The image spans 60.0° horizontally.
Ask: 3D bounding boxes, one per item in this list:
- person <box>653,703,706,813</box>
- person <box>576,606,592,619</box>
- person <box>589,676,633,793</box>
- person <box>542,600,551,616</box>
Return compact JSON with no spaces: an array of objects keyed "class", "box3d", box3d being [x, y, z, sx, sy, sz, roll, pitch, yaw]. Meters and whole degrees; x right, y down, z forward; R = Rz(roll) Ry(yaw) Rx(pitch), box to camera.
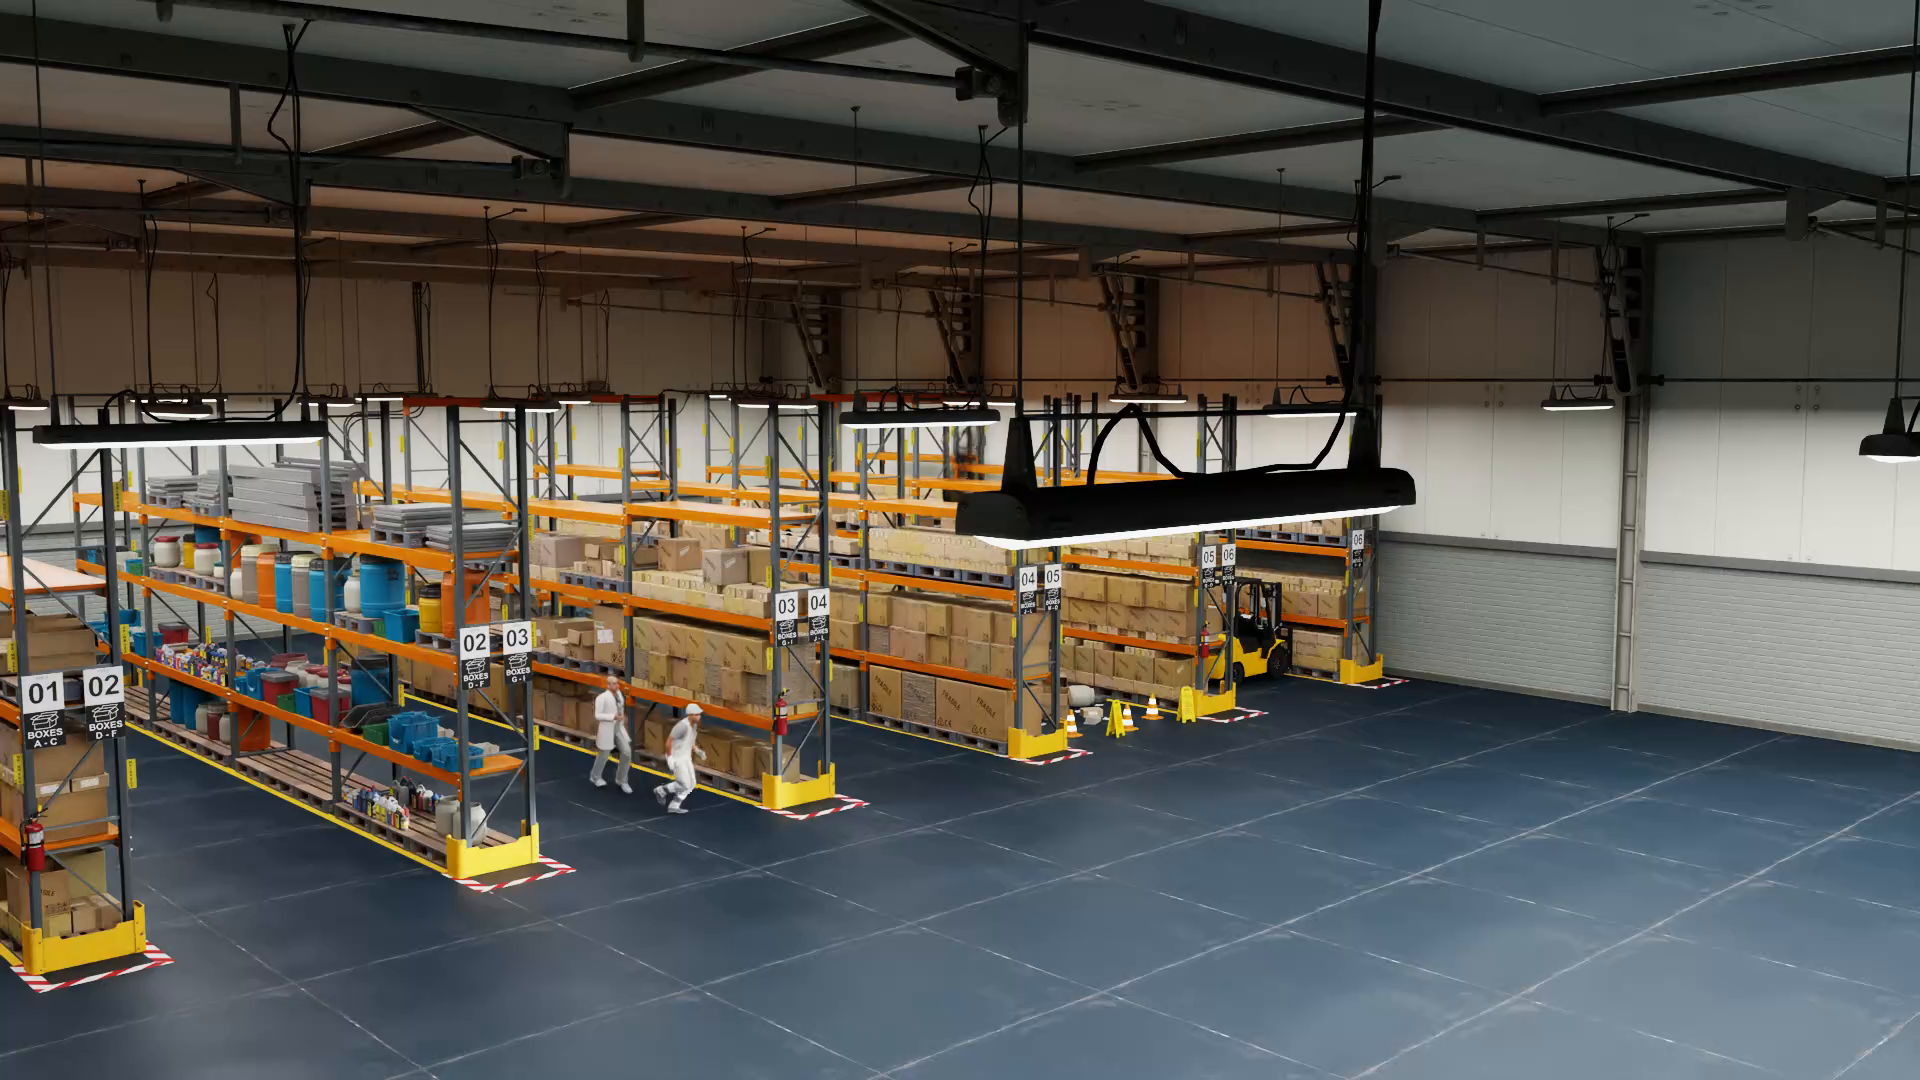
[{"class":"person","box3d":[-4.088,3.177,24.205,0.789,1.639,0.662,2,6,17]},{"class":"person","box3d":[-9.542,1.396,42.193,0.714,1.733,0.791,3,6,27]},{"class":"person","box3d":[-5.373,2.986,25.547,0.908,1.835,0.640,5,7,42]},{"class":"person","box3d":[-10.051,1.561,40.740,0.758,1.748,0.746,-2,6,-21]}]
